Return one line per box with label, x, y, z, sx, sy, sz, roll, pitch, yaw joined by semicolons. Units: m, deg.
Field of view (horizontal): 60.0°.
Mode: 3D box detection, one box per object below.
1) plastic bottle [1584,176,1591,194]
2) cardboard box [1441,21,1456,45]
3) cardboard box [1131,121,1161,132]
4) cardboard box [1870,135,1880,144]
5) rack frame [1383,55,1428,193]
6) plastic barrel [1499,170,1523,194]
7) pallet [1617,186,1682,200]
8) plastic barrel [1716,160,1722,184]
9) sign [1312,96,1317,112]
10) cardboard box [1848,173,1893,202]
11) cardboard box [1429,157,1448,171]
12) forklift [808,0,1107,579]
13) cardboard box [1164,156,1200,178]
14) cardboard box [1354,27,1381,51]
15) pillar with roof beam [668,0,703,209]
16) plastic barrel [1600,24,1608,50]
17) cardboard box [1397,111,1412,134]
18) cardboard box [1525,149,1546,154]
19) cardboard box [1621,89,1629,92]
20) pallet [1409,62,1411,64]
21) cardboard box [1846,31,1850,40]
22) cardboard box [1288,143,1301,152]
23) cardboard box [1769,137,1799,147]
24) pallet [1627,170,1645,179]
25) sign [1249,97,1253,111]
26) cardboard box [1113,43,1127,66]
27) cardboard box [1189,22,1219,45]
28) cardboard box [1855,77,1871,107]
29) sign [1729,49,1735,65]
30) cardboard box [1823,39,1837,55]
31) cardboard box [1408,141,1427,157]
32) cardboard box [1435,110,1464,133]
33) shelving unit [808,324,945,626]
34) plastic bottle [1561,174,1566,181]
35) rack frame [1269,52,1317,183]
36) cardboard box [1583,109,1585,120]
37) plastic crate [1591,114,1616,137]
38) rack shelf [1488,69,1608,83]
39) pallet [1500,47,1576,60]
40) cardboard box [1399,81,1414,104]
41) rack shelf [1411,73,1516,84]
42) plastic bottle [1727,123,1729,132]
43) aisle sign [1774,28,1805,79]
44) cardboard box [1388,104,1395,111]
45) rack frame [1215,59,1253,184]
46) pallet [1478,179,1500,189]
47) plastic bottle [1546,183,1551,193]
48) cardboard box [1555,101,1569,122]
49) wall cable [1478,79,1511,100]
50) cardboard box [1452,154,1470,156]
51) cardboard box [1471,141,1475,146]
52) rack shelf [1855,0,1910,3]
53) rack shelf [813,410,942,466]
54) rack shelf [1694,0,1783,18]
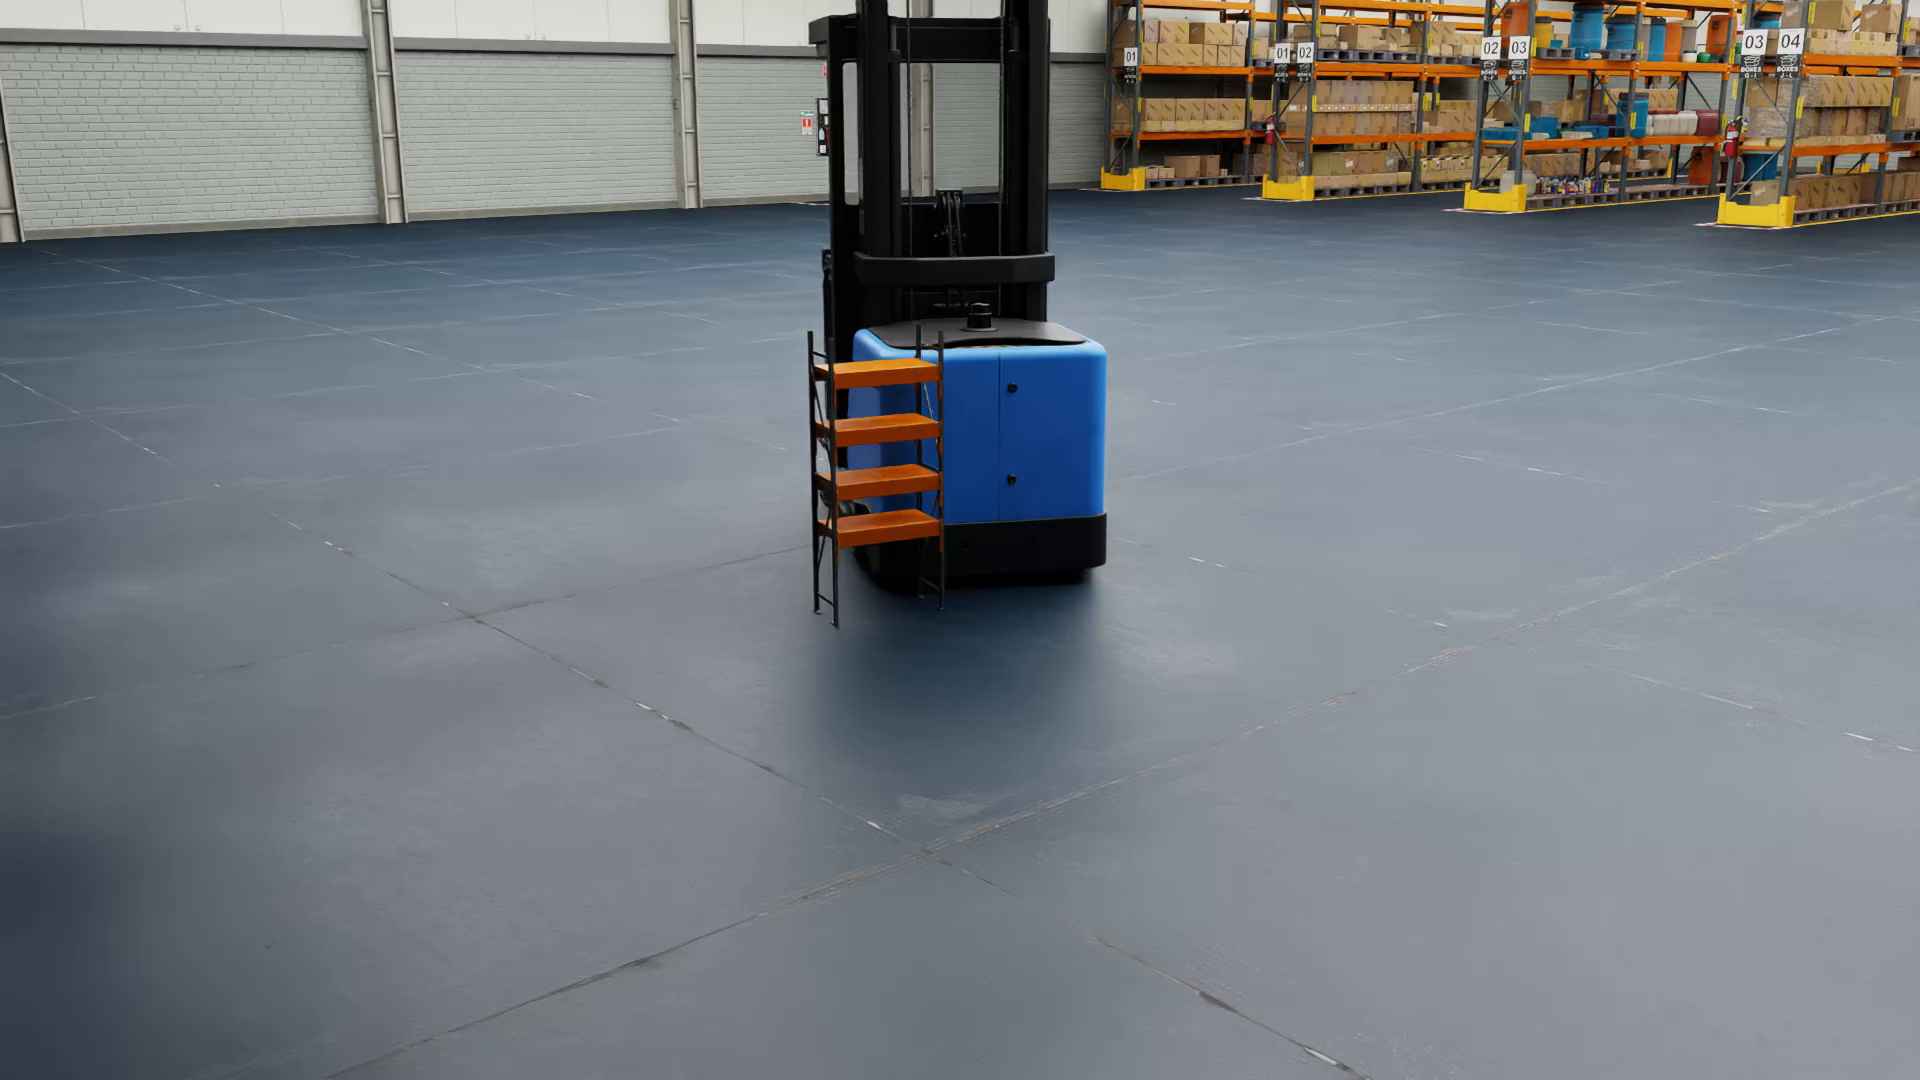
plastic bottle;12.618;-7.158;33.517;0.185;0.351;0.144;-13;20;-40
cardboard box;10.960;-11.583;38.012;0.500;0.500;0.500;-10;18;-34
cardboard box;4.358;-9.687;38.956;0.500;0.250;0.500;-13;20;-41
cardboard box;16.390;-7.258;30.098;0.250;0.149;0.380;-13;19;-39
rack frame;10.054;-9.443;37.790;0.127;3.000;1.000;-13;19;-39
plastic barrel;10.732;-6.928;32.380;0.421;0.512;0.421;0;15;0
pallet;14.790;-7.479;35.841;1.213;0.211;1.003;-13;19;-39
plastic barrel;17.045;-8.356;37.727;0.421;0.512;0.421;0;15;0
sign;7.396;-9.113;34.723;0.005;0.325;0.100;-13;19;-39
cardboard box;17.031;-6.619;31.207;0.700;0.500;0.500;14;21;43
cardboard box;10.910;-8.694;38.412;0.500;0.311;0.500;-13;20;-40
forklift;-0.156;-1.578;8.478;1.130;2.935;3.031;-3;15;-12
cardboard box;5.379;-9.045;40.290;0.500;0.500;0.700;-14;21;-43
cardboard box;8.729;-10.958;36.365;0.637;0.503;0.797;-10;18;-33
pillar with roof beam;-2.484;-10.044;28.413;0.400;9.000;9.100;-13;19;-39
plastic barrel;12.849;-10.149;33.592;0.421;0.512;0.421;0;15;0
cardboard box;9.723;-9.415;37.491;0.500;0.500;0.700;-13;20;-41
cardboard box;14.432;-9.876;41.951;0.500;0.250;0.500;-13;20;-40
cardboard box;17.018;-11.442;43.143;0.500;0.500;0.500;-13;20;-41
pallet;12.175;-12.954;45.492;1.217;0.209;0.805;-14;20;-42
cardboard box;15.057;-8.672;28.610;0.250;0.149;0.380;-13;20;-40
cardboard box;8.452;-10.147;42.963;0.500;0.250;0.500;-13;20;-40
cardboard box;13.908;-6.717;28.070;0.250;0.149;0.380;-13;19;-39
pallet;17.529;-9.775;44.436;1.213;0.211;1.003;-13;19;-39
sign;7.161;-10.721;40.896;0.005;0.325;0.100;-13;19;-39
cardboard box;3.930;-11.356;38.908;0.500;0.500;0.500;-11;18;-35
cardboard box;5.806;-12.074;39.657;0.500;0.500;0.500;-14;20;-41
cardboard box;15.641;-7.890;29.267;0.500;0.500;0.500;-13;19;-39
sign;16.687;-10.448;35.944;0.005;0.325;0.100;-13;19;-39
cardboard box;14.455;-8.333;28.112;0.500;0.250;0.500;-13;20;-41
cardboard box;12.429;-10.791;46.188;0.750;0.750;0.750;-12;19;-39
cardboard box;11.419;-9.792;38.904;0.500;0.500;0.500;-13;19;-39
shelving unit;-0.345;-0.277;6.963;0.503;1.200;0.258;-7;17;-26
plastic bottle;12.421;-7.355;34.253;0.185;0.351;0.144;-12;19;-38
rack frame;7.036;-8.765;35.253;0.127;3.000;1.000;-13;19;-39
cardboard box;16.298;-10.981;43.355;0.500;0.500;0.500;-12;19;-38
plastic crate;13.467;-8.651;34.699;0.583;0.464;0.402;-13;19;-39
rack shelf;14.580;-11.561;41.301;4.000;0.370;1.077;-13;19;-39
pallet;10.974;-9.280;31.731;1.213;0.211;1.003;-13;19;-39
cardboard box;9.723;-10.042;37.323;0.500;0.500;0.700;-13;19;-39
rack shelf;14.343;-13.202;47.446;4.000;0.370;1.077;-13;19;-39
plastic bottle;16.964;-9.118;36.823;0.097;0.271;0.097;0;15;0
aisle sign;13.687;-8.023;27.437;0.004;0.787;0.394;-13;19;-39
cardboard box;9.408;-9.586;36.874;0.250;0.149;0.380;-13;20;-39
rack frame;6.799;-10.407;41.398;0.127;3.000;1.000;-13;19;-39
pallet;12.425;-8.642;40.193;1.213;0.211;1.003;-13;19;-39
plastic bottle;11.930;-7.131;33.705;0.097;0.201;0.097;0;15;0
cardboard box;14.797;-10.738;41.631;0.700;0.500;0.500;10;18;33
wall cable;16.197;-13.332;50.379;1.851;1.984;0.084;-13;19;-39
cardboard box;12.093;-9.144;40.098;0.500;0.311;0.500;-13;20;-41
cardboard box;14.782;-11.542;48.421;0.250;0.149;0.380;-12;19;-39
rack shelf;18.063;-10.210;31.206;4.000;0.370;1.077;-13;19;-39
rack shelf;-0.345;-0.428;6.923;0.480;0.148;0.258;-7;17;-26
rack shelf;17.829;-11.852;37.353;4.000;0.370;1.077;-13;19;-39
